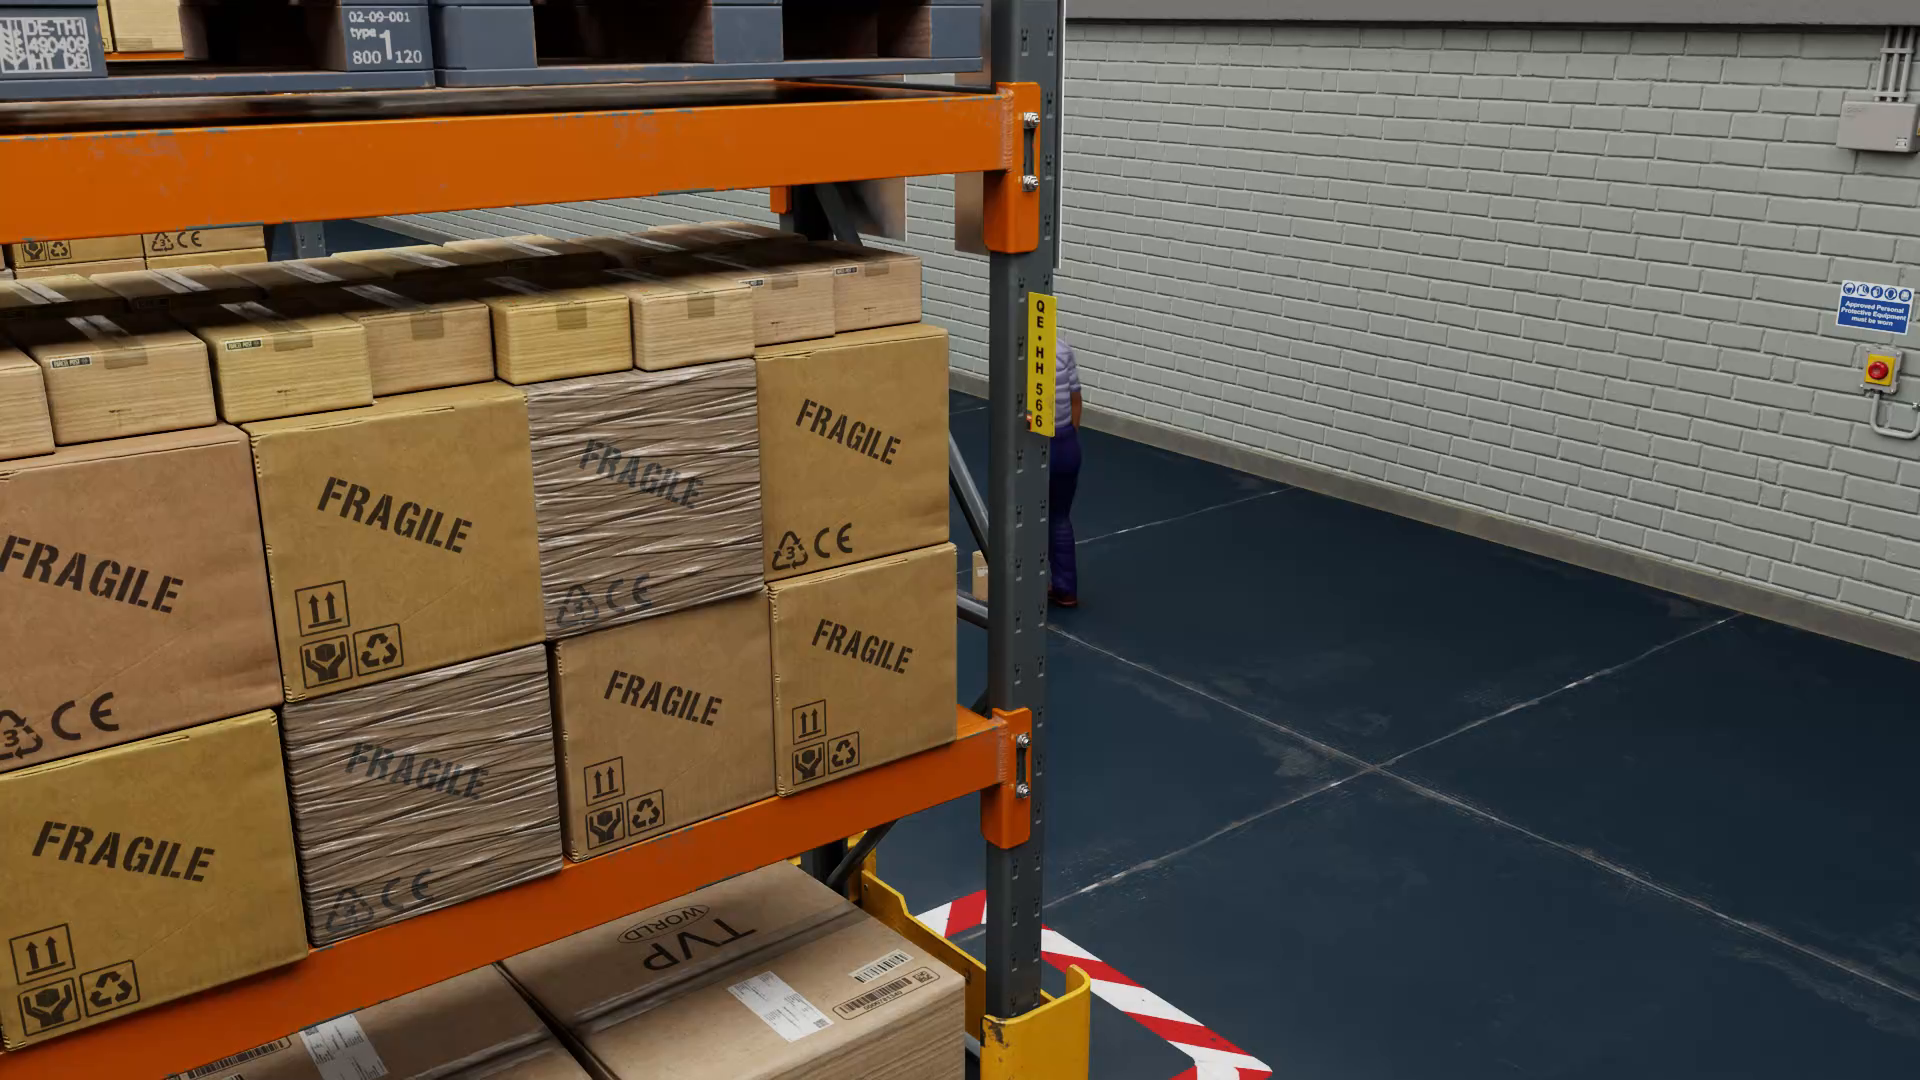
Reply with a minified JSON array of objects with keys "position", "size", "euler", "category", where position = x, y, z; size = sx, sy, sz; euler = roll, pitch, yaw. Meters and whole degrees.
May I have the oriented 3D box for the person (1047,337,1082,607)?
[{"position":[0.394,-0.418,8.388],"size":[0.543,1.637,0.367],"euler":[-14,22,-37],"category":"person"}]
